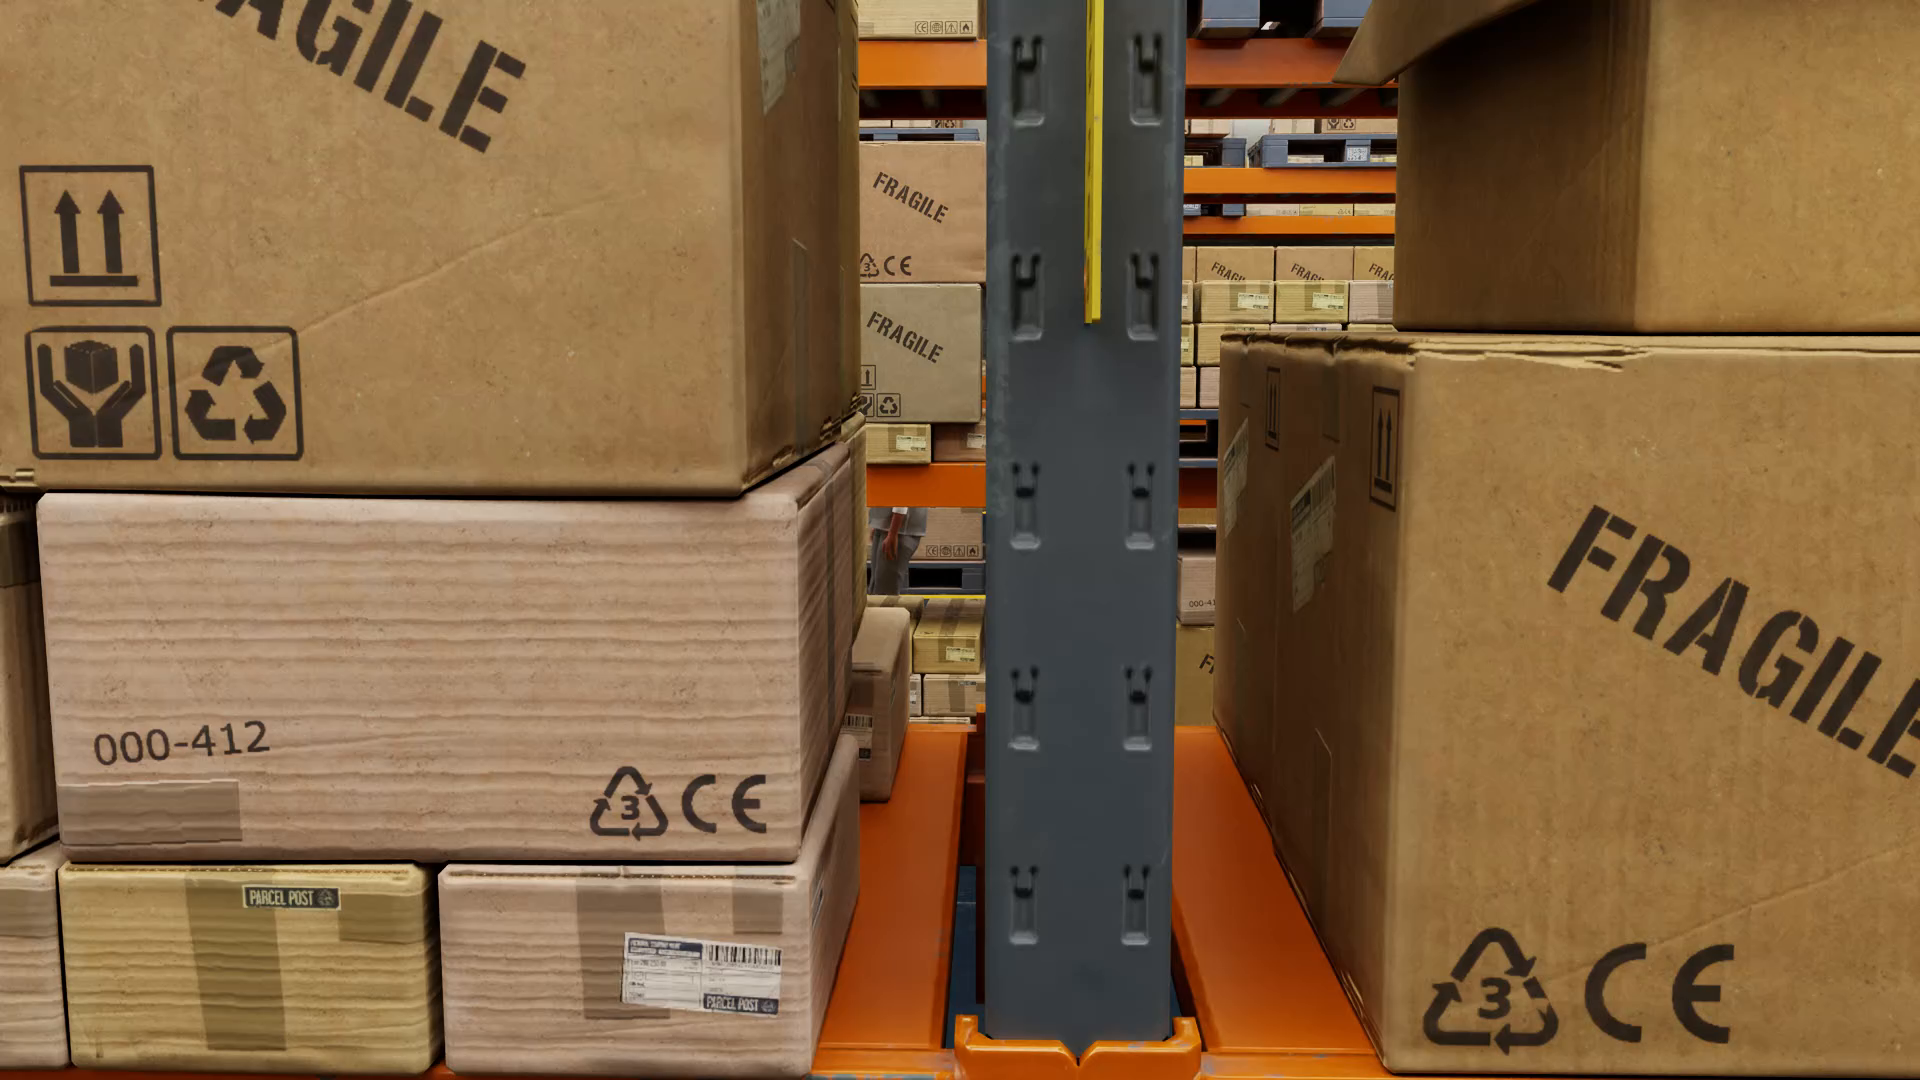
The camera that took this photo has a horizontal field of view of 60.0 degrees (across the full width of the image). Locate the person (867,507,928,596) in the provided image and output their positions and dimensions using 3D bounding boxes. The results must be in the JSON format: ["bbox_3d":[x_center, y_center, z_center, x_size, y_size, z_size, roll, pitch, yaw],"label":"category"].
[{"bbox_3d":[-0.342,-0.027,8.100,0.347,1.574,0.485,-1,8,-11],"label":"person"}]
